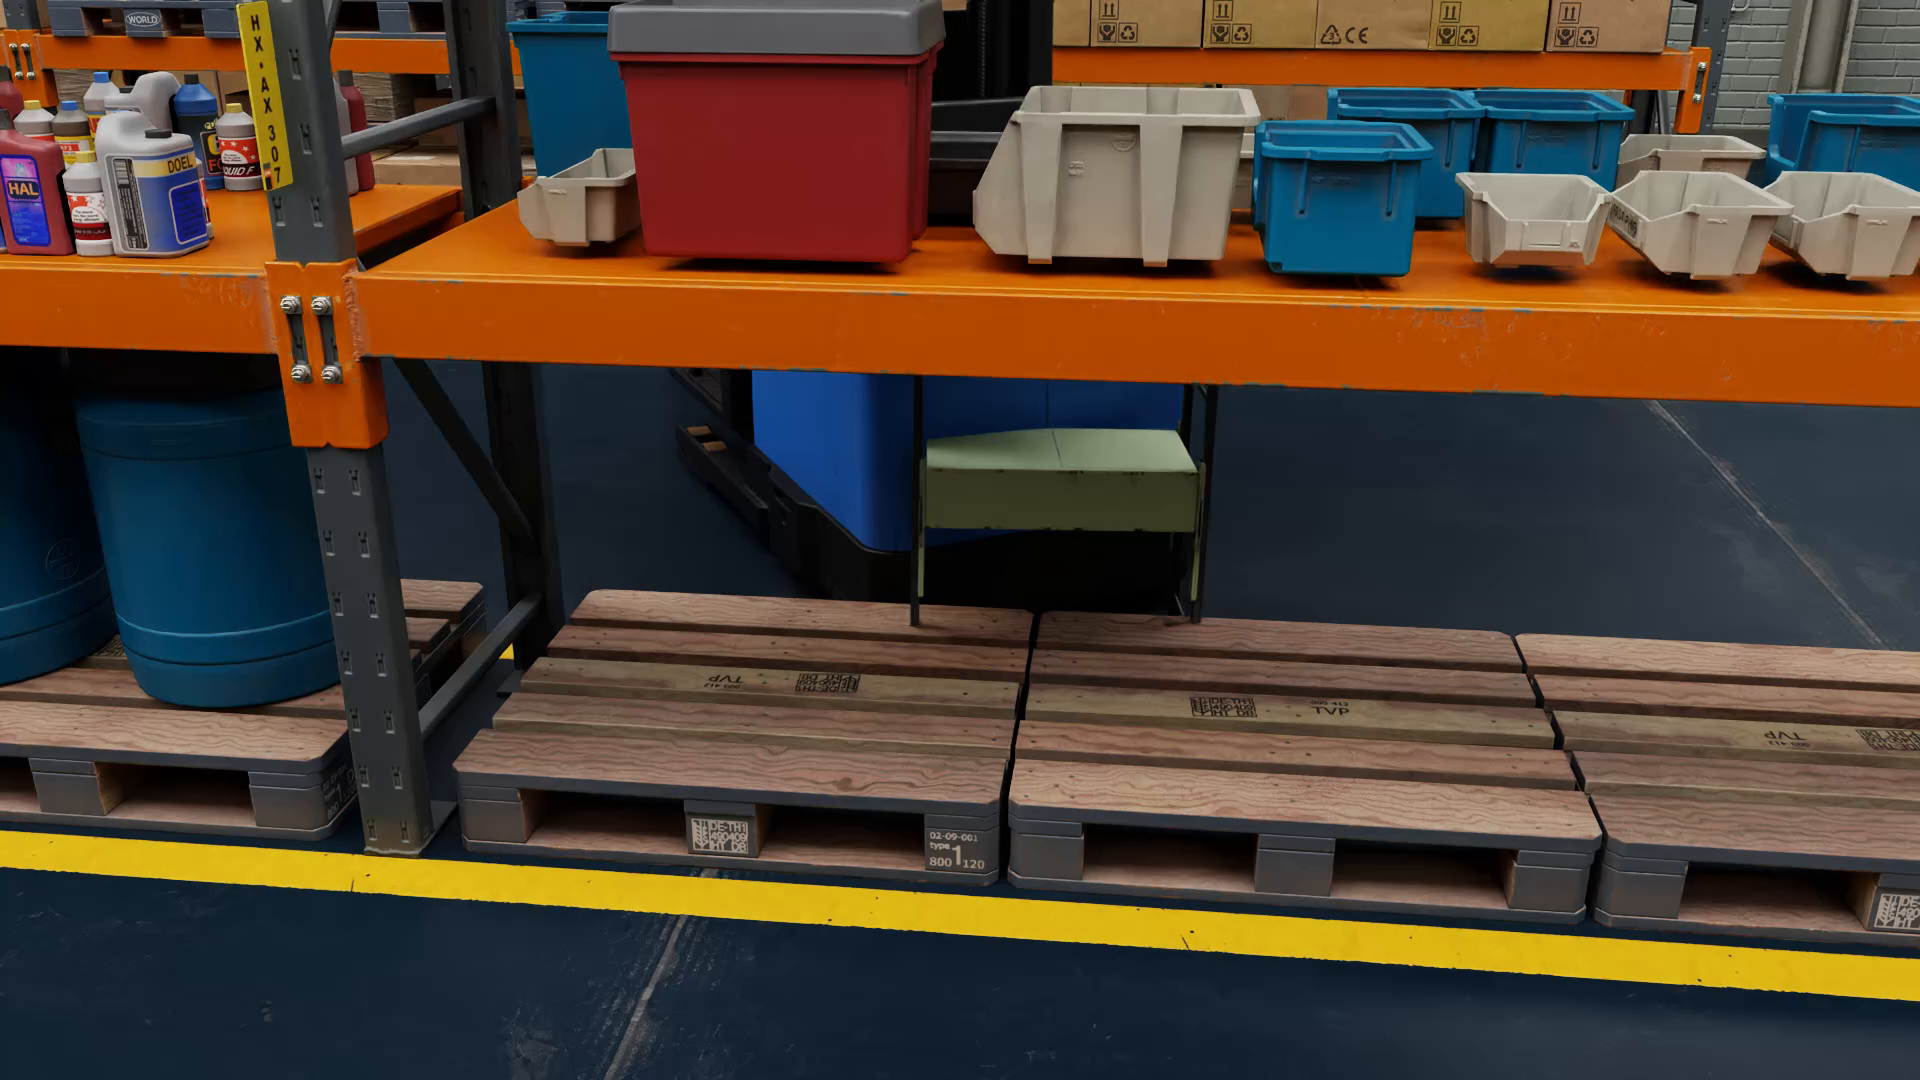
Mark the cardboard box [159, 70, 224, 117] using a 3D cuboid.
[{"bbox_3d":[-6.219,-3.815,13.812,0.500,0.500,0.700,3,22,7],"label":"cardboard box"}]

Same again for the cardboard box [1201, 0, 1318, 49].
[{"bbox_3d":[1.377,-2.545,7.662,0.500,0.500,0.500,2,22,6],"label":"cardboard box"}]

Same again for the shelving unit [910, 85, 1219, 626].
[{"bbox_3d":[0.258,-0.398,4.313,0.755,1.500,0.431,1,19,-1],"label":"shelving unit"}]

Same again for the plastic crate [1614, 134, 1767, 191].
[{"bbox_3d":[1.589,-0.813,3.694,0.298,0.136,0.250,2,22,6],"label":"plastic crate"}]

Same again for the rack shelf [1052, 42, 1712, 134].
[{"bbox_3d":[1.379,-2.264,8.065,4.000,0.370,1.077,2,22,6],"label":"rack shelf"}]

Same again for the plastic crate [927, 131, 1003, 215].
[{"bbox_3d":[-0.051,-0.826,3.743,0.590,0.125,0.437,2,22,6],"label":"plastic crate"}]

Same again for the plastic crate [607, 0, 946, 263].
[{"bbox_3d":[-0.337,-0.804,3.225,0.583,0.464,0.402,2,22,6],"label":"plastic crate"}]

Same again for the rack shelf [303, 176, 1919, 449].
[{"bbox_3d":[0.792,-0.456,3.491,4.000,0.370,1.077,2,22,6],"label":"rack shelf"}]

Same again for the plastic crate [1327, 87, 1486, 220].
[{"bbox_3d":[0.966,-0.855,3.668,0.300,0.233,0.416,2,22,6],"label":"plastic crate"}]

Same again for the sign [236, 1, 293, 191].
[{"bbox_3d":[-1.260,-0.805,3.019,0.005,0.325,0.100,2,22,6],"label":"sign"}]

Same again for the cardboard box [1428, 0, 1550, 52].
[{"bbox_3d":[2.373,-2.500,7.547,0.500,0.500,0.500,3,22,7],"label":"cardboard box"}]

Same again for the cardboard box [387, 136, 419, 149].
[{"bbox_3d":[-3.109,-1.923,9.025,0.500,0.500,0.500,2,22,4],"label":"cardboard box"}]

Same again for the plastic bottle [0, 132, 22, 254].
[{"bbox_3d":[-1.986,-0.734,3.385,0.135,0.276,0.152,2,22,6],"label":"plastic bottle"}]

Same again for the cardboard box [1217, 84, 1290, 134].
[{"bbox_3d":[2.241,-3.390,12.765,0.500,0.500,0.700,2,22,5],"label":"cardboard box"}]

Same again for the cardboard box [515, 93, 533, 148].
[{"bbox_3d":[-2.052,-2.229,8.780,0.500,0.250,0.500,3,22,6],"label":"cardboard box"}]

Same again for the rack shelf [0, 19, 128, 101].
[{"bbox_3d":[-6.566,-2.610,8.940,4.000,0.370,1.077,2,22,6],"label":"rack shelf"}]

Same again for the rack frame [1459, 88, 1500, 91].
[{"bbox_3d":[3.944,-4.321,12.289,0.127,3.000,1.000,2,22,6],"label":"rack frame"}]

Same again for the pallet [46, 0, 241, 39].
[{"bbox_3d":[-3.898,-2.765,8.615,1.003,0.211,1.213,2,22,6],"label":"pallet"}]

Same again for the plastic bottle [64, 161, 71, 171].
[{"bbox_3d":[-1.867,-0.706,3.417,0.097,0.201,0.097,0,22,0],"label":"plastic bottle"}]

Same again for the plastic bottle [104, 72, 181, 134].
[{"bbox_3d":[-1.972,-0.994,4.043,0.135,0.276,0.152,2,22,6],"label":"plastic bottle"}]

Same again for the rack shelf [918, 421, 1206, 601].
[{"bbox_3d":[0.251,-0.090,4.420,0.720,0.370,0.431,1,19,-1],"label":"rack shelf"}]

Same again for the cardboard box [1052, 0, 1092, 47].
[{"bbox_3d":[0.376,-2.589,7.773,0.500,0.500,0.500,3,22,7],"label":"cardboard box"}]

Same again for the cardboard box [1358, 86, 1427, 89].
[{"bbox_3d":[3.237,-3.347,12.656,0.500,0.500,0.700,2,22,6],"label":"cardboard box"}]

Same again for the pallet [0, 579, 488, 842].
[{"bbox_3d":[-1.955,0.371,4.213,1.213,0.211,1.003,2,22,6],"label":"pallet"}]

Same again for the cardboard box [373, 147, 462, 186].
[{"bbox_3d":[-2.624,-1.711,8.490,0.500,0.500,0.500,2,22,4],"label":"cardboard box"}]

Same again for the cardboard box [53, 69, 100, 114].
[{"bbox_3d":[-7.239,-3.856,13.916,0.500,0.500,0.700,3,22,8],"label":"cardboard box"}]

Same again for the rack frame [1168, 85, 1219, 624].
[{"bbox_3d":[0.624,-0.392,4.322,0.023,1.500,0.400,1,19,-1],"label":"rack frame"}]

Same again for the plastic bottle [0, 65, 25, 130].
[{"bbox_3d":[-2.390,-1.033,4.130,0.133,0.283,0.061,2,22,6],"label":"plastic bottle"}]

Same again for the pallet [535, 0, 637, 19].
[{"bbox_3d":[-1.388,-2.670,8.375,1.213,0.211,1.003,2,22,6],"label":"pallet"}]

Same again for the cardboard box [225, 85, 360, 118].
[{"bbox_3d":[-3.567,-2.293,8.942,0.500,0.250,0.500,3,22,8],"label":"cardboard box"}]

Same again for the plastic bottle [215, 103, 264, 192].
[{"bbox_3d":[-1.757,-0.960,4.059,0.097,0.201,0.097,0,22,0],"label":"plastic bottle"}]

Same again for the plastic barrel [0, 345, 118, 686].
[{"bbox_3d":[-2.435,-0.157,4.039,0.708,0.901,0.600,2,22,6],"label":"plastic barrel"}]

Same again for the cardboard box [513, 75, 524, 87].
[{"bbox_3d":[-3.285,-3.783,13.281,0.750,0.750,0.750,2,22,6],"label":"cardboard box"}]

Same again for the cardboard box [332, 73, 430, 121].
[{"bbox_3d":[-4.721,-3.721,13.574,0.500,0.500,0.700,3,22,7],"label":"cardboard box"}]

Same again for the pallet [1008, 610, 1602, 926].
[{"bbox_3d":[0.756,0.490,3.914,1.213,0.211,1.003,2,22,6],"label":"pallet"}]

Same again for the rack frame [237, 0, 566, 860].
[{"bbox_3d":[-1.194,-0.877,3.578,0.127,3.000,1.000,2,22,6],"label":"rack frame"}]

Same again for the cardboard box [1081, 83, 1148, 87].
[{"bbox_3d":[1.201,-3.434,12.874,0.500,0.500,0.700,2,22,6],"label":"cardboard box"}]

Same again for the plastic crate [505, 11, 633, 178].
[{"bbox_3d":[-0.690,-1.002,3.833,0.575,0.384,0.392,2,22,6],"label":"plastic crate"}]

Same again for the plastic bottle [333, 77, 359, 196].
[{"bbox_3d":[-1.545,-0.989,3.929,0.185,0.351,0.144,2,22,6],"label":"plastic bottle"}]

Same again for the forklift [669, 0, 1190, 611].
[{"bbox_3d":[-0.387,-1.609,5.523,1.130,2.935,3.031,-10,23,-23],"label":"forklift"}]

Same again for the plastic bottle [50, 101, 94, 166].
[{"bbox_3d":[-2.181,-0.979,4.105,0.097,0.201,0.097,0,22,0],"label":"plastic bottle"}]

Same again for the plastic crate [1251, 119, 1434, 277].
[{"bbox_3d":[0.709,-0.649,3.147,0.300,0.233,0.416,2,22,6],"label":"plastic crate"}]

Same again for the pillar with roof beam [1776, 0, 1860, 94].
[{"bbox_3d":[6.221,-5.738,7.714,0.400,9.000,9.100,2,22,6],"label":"pillar with roof beam"}]

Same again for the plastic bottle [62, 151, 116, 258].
[{"bbox_3d":[-1.742,-0.678,3.346,0.097,0.201,0.097,0,22,0],"label":"plastic bottle"}]

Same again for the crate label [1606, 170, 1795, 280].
[{"bbox_3d":[1.382,-0.599,3.152,0.243,0.136,0.396,2,22,6],"label":"crate label"}]
